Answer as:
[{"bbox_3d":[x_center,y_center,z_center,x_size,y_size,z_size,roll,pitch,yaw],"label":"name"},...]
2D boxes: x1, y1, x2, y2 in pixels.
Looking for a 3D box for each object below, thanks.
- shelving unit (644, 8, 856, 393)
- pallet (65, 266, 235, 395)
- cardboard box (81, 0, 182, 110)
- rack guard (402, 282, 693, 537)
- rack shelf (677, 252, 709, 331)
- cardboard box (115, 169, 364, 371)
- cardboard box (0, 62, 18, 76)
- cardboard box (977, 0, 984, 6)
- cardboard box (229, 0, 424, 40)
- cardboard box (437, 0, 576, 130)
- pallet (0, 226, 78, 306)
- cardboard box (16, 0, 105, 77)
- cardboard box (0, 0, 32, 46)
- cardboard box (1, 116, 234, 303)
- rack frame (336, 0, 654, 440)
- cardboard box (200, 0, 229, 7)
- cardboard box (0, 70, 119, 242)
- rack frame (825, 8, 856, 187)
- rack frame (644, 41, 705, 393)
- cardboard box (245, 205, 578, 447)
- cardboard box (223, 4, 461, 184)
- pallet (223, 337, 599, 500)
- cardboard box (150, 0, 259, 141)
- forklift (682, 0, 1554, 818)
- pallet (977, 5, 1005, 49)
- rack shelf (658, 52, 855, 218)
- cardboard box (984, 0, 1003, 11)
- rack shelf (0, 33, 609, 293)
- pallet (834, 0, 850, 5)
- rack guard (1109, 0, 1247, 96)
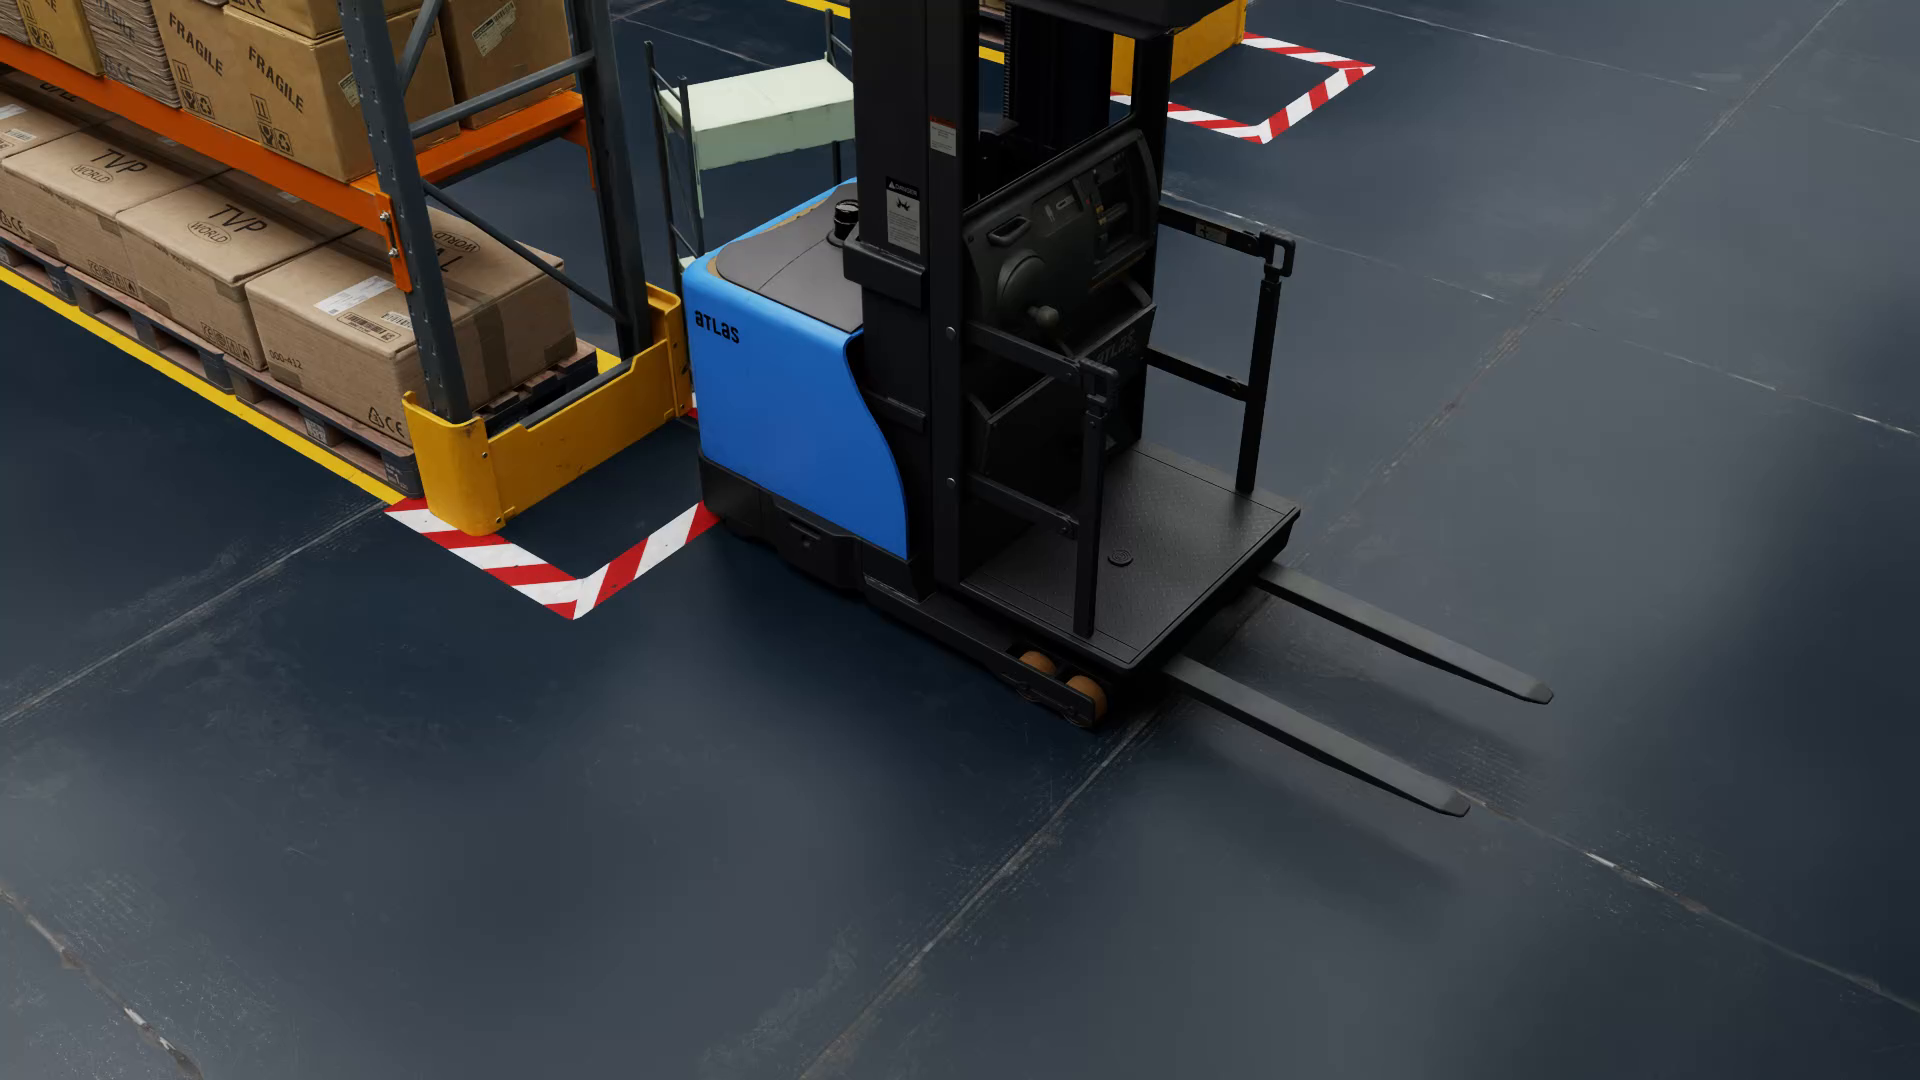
[{"bbox_3d":[-0.748,-1.260,6.642,0.755,1.500,0.431,-18,41,-21],"label":"shelving unit"},{"bbox_3d":[-3.250,-1.156,7.555,1.213,0.211,1.003,25,45,29],"label":"pallet"},{"bbox_3d":[-2.951,-2.009,6.302,0.500,0.500,0.500,27,45,30],"label":"cardboard box"},{"bbox_3d":[-1.584,-0.542,6.537,0.348,0.500,1.175,25,45,29],"label":"rack guard"},{"bbox_3d":[-0.748,-1.003,6.843,0.720,0.370,0.431,-18,41,-21],"label":"rack shelf"},{"bbox_3d":[-2.920,-1.229,7.124,0.875,0.438,0.875,27,45,30],"label":"cardboard box"},{"bbox_3d":[-5.321,-2.556,8.464,0.875,0.875,0.875,27,45,30],"label":"cardboard box"},{"bbox_3d":[0.152,-3.409,10.143,0.250,0.149,0.380,26,45,29],"label":"cardboard box"},{"bbox_3d":[-2.130,-2.033,5.521,0.500,0.500,0.500,27,45,30],"label":"cardboard box"},{"bbox_3d":[-1.810,-1.895,6.157,0.500,0.500,0.500,25,44,28],"label":"cardboard box"},{"bbox_3d":[-4.224,-1.613,8.139,1.213,0.211,1.003,25,45,29],"label":"pallet"},{"bbox_3d":[-3.369,-2.196,6.541,0.500,0.500,0.500,27,45,30],"label":"cardboard box"},{"bbox_3d":[-3.778,-2.389,6.787,0.500,0.500,0.500,26,45,29],"label":"cardboard box"},{"bbox_3d":[-3.635,-1.568,7.557,0.875,0.438,0.875,24,44,27],"label":"cardboard box"},{"bbox_3d":[-1.603,-1.536,5.778,0.127,3.000,1.000,25,45,29],"label":"rack frame"},{"bbox_3d":[-2.563,-2.214,5.753,0.500,0.500,0.500,25,45,29],"label":"cardboard box"},{"bbox_3d":[-4.346,-1.903,7.985,0.875,0.438,0.875,25,44,28],"label":"cardboard box"},{"bbox_3d":[-0.423,-1.363,6.775,0.023,1.500,0.400,-18,41,-21],"label":"rack frame"},{"bbox_3d":[-1.073,-1.156,6.510,0.023,1.500,0.400,-18,41,-21],"label":"rack frame"},{"bbox_3d":[-2.188,-0.890,6.692,0.875,0.438,0.875,24,44,27],"label":"cardboard box"},{"bbox_3d":[-2.147,-1.626,5.813,0.500,0.500,0.500,26,45,29],"label":"cardboard box"},{"bbox_3d":[-2.285,-0.699,6.971,1.213,0.211,1.003,25,45,29],"label":"pallet"},{"bbox_3d":[-2.536,-1.821,6.062,0.500,0.500,0.500,24,44,28],"label":"cardboard box"},{"bbox_3d":[0.492,-0.912,5.038,3.031,2.935,1.130,26,45,29],"label":"forklift"},{"bbox_3d":[0.640,-3.249,10.229,1.213,0.211,1.003,25,45,29],"label":"pallet"},{"bbox_3d":[-0.748,-1.567,6.402,0.720,0.370,0.431,-18,41,-21],"label":"rack shelf"},{"bbox_3d":[0.356,-3.323,10.033,0.250,0.149,0.380,25,44,28],"label":"cardboard box"},{"bbox_3d":[-3.191,-2.001,6.957,4.000,0.370,1.077,25,45,29],"label":"rack shelf"},{"bbox_3d":[-0.325,-3.707,10.813,1.213,0.211,1.003,25,45,29],"label":"pallet"},{"bbox_3d":[1.264,-3.042,9.729,0.348,0.500,1.175,25,45,29],"label":"rack guard"}]
